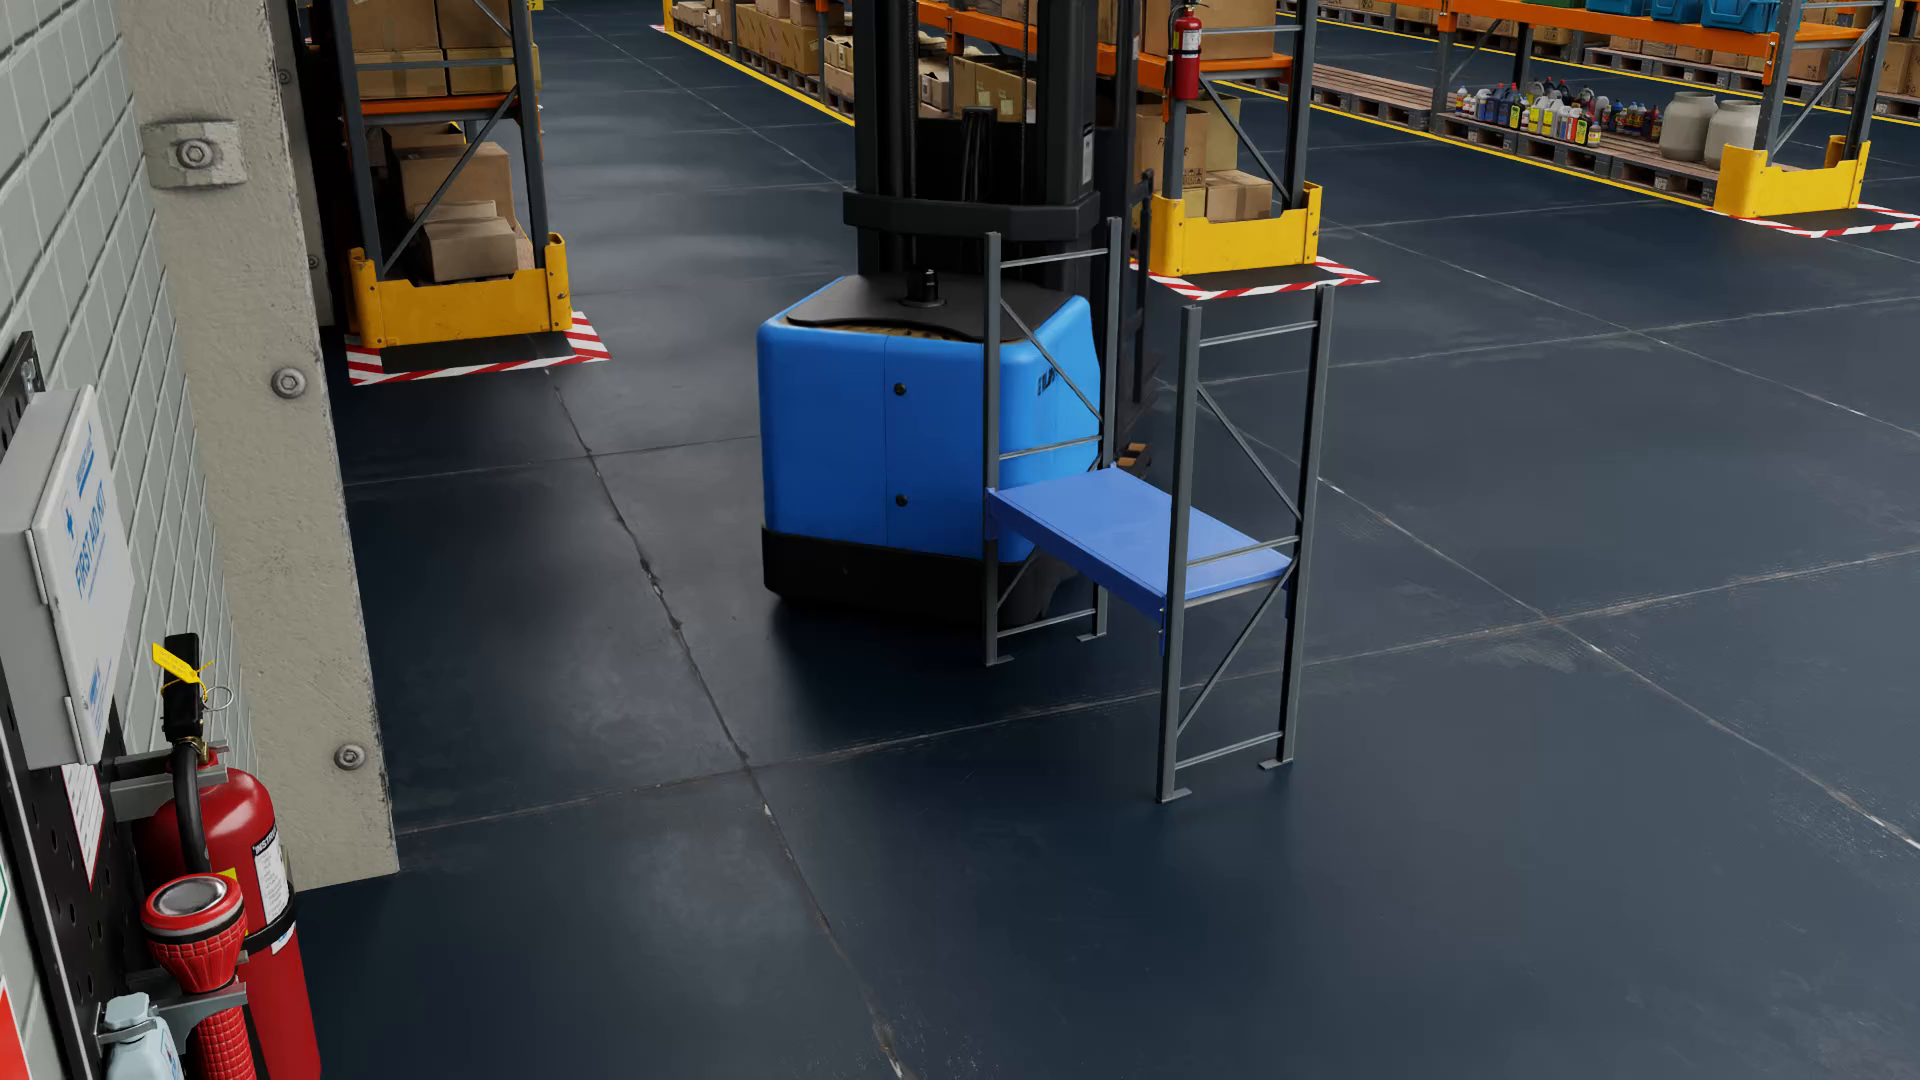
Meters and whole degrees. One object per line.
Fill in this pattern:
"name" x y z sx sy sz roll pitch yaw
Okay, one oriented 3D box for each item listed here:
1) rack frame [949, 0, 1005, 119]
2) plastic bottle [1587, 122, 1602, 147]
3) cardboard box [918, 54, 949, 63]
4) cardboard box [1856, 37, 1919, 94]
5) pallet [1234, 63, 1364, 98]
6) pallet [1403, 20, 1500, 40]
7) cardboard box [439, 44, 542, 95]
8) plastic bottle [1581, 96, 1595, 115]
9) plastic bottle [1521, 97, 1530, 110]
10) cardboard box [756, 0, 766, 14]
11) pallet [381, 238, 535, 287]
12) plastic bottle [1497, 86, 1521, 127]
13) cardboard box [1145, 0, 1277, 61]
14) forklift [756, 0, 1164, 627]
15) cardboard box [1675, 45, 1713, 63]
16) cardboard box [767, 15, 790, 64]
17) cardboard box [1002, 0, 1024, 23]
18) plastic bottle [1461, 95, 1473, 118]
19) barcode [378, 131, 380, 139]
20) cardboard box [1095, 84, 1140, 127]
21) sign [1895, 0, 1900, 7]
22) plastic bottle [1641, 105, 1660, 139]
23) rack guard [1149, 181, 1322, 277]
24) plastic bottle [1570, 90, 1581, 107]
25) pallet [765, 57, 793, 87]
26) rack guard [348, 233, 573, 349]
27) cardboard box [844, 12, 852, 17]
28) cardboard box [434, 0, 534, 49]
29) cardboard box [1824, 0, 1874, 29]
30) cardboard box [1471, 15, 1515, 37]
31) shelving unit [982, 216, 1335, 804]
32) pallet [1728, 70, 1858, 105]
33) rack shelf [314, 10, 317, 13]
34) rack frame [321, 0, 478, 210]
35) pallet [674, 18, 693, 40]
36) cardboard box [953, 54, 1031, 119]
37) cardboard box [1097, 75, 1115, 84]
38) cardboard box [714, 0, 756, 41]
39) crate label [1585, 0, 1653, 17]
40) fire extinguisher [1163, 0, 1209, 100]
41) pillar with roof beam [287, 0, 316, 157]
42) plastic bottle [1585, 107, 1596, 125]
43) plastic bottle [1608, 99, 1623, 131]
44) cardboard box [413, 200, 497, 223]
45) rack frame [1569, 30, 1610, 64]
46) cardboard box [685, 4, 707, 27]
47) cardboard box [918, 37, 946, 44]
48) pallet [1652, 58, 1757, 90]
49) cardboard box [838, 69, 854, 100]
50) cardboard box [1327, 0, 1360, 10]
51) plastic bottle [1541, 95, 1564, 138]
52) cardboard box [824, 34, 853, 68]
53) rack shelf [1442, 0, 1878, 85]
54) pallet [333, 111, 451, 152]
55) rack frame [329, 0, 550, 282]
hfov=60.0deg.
"rack frame" 0.394 -4.696 14.046 1.000 3.000 0.127 -8 24 -19
"plastic bottle" 5.383 -3.441 14.106 0.097 0.201 0.097 0 23 0
"cardboard box" -0.381 -4.358 15.523 0.500 0.311 0.500 -8 24 -19
"cardboard box" 9.767 -4.945 17.314 0.500 0.500 0.500 -9 25 -21
"pallet" 3.854 -5.256 18.965 1.003 0.211 1.213 -8 24 -19
"pallet" 7.180 -7.406 24.065 1.003 0.211 1.213 -8 24 -19
"cardboard box" -2.701 -2.722 9.531 0.500 0.250 0.500 -9 25 -21
"plastic bottle" 5.663 -3.869 15.016 0.061 0.283 0.133 -8 24 -19
"plastic bottle" 5.080 -3.853 14.991 0.097 0.271 0.097 0 23 0
"cardboard box" -2.136 -6.427 19.839 0.500 0.250 0.500 -8 24 -19
"pallet" -3.107 -1.604 10.301 1.003 0.211 1.213 -8 24 -19
"plastic bottle" 4.993 -3.937 15.091 0.144 0.351 0.185 -9 25 -21
"cardboard box" 1.654 -3.460 10.985 0.700 0.500 0.500 -8 24 -19
"forklift" 0.227 -1.590 6.765 1.130 2.935 3.031 8 24 17
"cardboard box" 8.920 -5.912 19.584 0.700 0.500 0.500 -6 24 -15
"cardboard box" -1.943 -5.886 19.521 0.500 0.500 0.500 -9 25 -21
"cardboard box" 0.749 -4.391 13.194 0.700 0.500 0.500 -9 24 -20
"plastic bottle" 4.768 -4.075 15.608 0.097 0.201 0.097 0 23 0
"barcode" -4.273 -2.984 12.224 0.001 0.075 0.075 -8 24 -19
"cardboard box" 0.972 -3.030 12.127 0.500 0.500 0.500 -8 24 -19
"sign" 6.959 -4.122 12.329 0.100 0.325 0.005 -8 24 -19
"plastic bottle" 6.031 -3.658 14.515 0.061 0.283 0.133 -8 24 -18
"rack guard" 1.816 -2.082 11.062 1.175 0.500 0.348 -8 24 -19
"plastic bottle" 5.691 -4.007 15.344 0.061 0.283 0.133 -7 24 -15
"pallet" -1.675 -5.583 19.742 1.003 0.211 1.213 -8 24 -19
"rack guard" -2.853 -1.437 9.533 1.175 0.500 0.348 -8 24 -19
"cardboard box" -1.464 -5.966 19.712 0.500 0.500 0.500 -9 25 -21
"cardboard box" -2.713 -3.062 9.371 0.500 0.500 0.500 -8 24 -19
"cardboard box" 12.449 -7.396 23.130 0.500 0.500 0.500 -8 24 -19
"cardboard box" 7.718 -7.300 22.420 1.225 0.875 0.875 -8 24 -19
"shelving unit" 0.552 -0.135 5.156 0.538 1.500 1.048 -13 26 -27
"pallet" 9.386 -5.051 18.480 1.003 0.211 1.213 -8 24 -19
"rack shelf" -6.359 -5.863 17.742 1.077 0.370 4.000 -8 24 -19
"rack frame" -4.239 -4.015 12.430 1.000 3.000 0.127 -8 24 -19
"pallet" -3.536 -7.454 24.180 1.003 0.211 1.213 -8 24 -19
"cardboard box" 0.265 -3.756 13.851 0.500 0.500 0.500 -8 24 -19
"cardboard box" 1.298 -3.285 12.733 0.500 0.500 0.500 -8 24 -19
"cardboard box" -2.899 -6.822 21.742 0.500 0.500 0.500 -8 24 -19
"crate label" 5.539 -4.569 13.699 0.502 0.435 0.616 -8 24 -19
"fire extinguisher" 1.414 -3.100 10.360 0.296 0.674 0.183 -8 24 -19
"pillar with roof beam" -1.975 -8.232 14.712 9.100 9.000 0.400 -8 24 -19
"plastic bottle" 5.419 -3.589 14.351 0.061 0.283 0.133 -8 24 -19
"plastic bottle" 5.865 -3.802 14.872 0.097 0.271 0.097 0 23 0
"cardboard box" -3.188 -1.996 10.536 0.500 0.311 0.500 -6 24 -15
"rack frame" 8.250 -7.507 20.716 1.000 3.000 0.127 -8 24 -19
"cardboard box" -3.565 -7.392 23.416 0.500 0.250 0.500 -8 24 -19
"cardboard box" -0.414 -4.990 17.021 0.500 0.311 0.500 -9 24 -20
"pallet" 8.952 -5.495 19.533 1.003 0.211 1.213 -8 24 -19
"cardboard box" -0.930 -4.663 16.967 0.500 0.250 0.500 -9 24 -20
"cardboard box" 6.361 -8.753 25.866 0.875 0.875 0.875 -8 24 -19
"plastic bottle" 5.209 -3.715 14.564 0.144 0.351 0.185 -7 24 -17
"cardboard box" -1.109 -5.104 17.291 0.500 0.311 0.500 -7 24 -17
"rack shelf" 5.736 -4.316 14.071 1.077 0.370 4.000 -8 24 -19
"pallet" -5.377 -3.899 15.746 1.003 0.211 1.213 -8 24 -19
"rack frame" -2.826 -2.561 8.982 1.000 3.000 0.127 -8 24 -19
